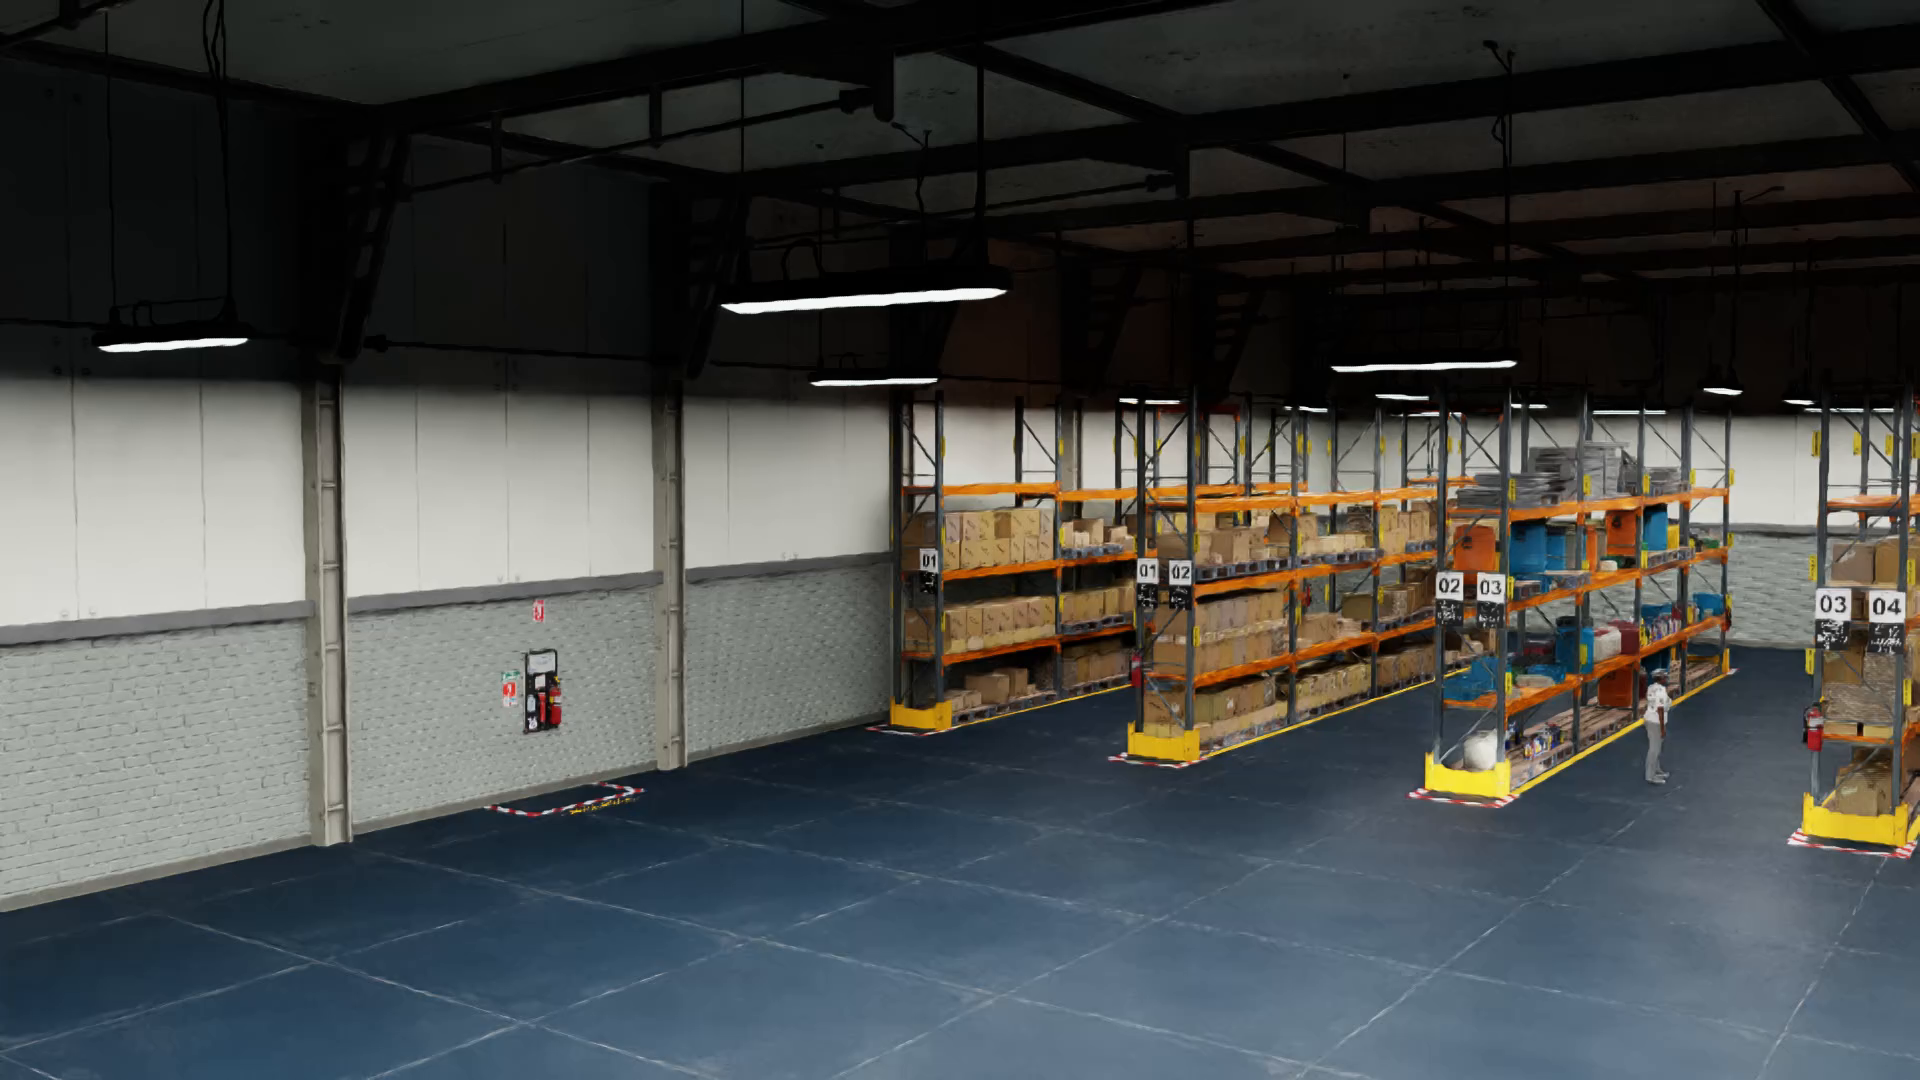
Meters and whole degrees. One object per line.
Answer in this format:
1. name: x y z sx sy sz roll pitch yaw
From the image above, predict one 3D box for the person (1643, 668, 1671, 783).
1. person: 10.461 2.751 24.863 0.440 1.683 0.552 0 3 7
